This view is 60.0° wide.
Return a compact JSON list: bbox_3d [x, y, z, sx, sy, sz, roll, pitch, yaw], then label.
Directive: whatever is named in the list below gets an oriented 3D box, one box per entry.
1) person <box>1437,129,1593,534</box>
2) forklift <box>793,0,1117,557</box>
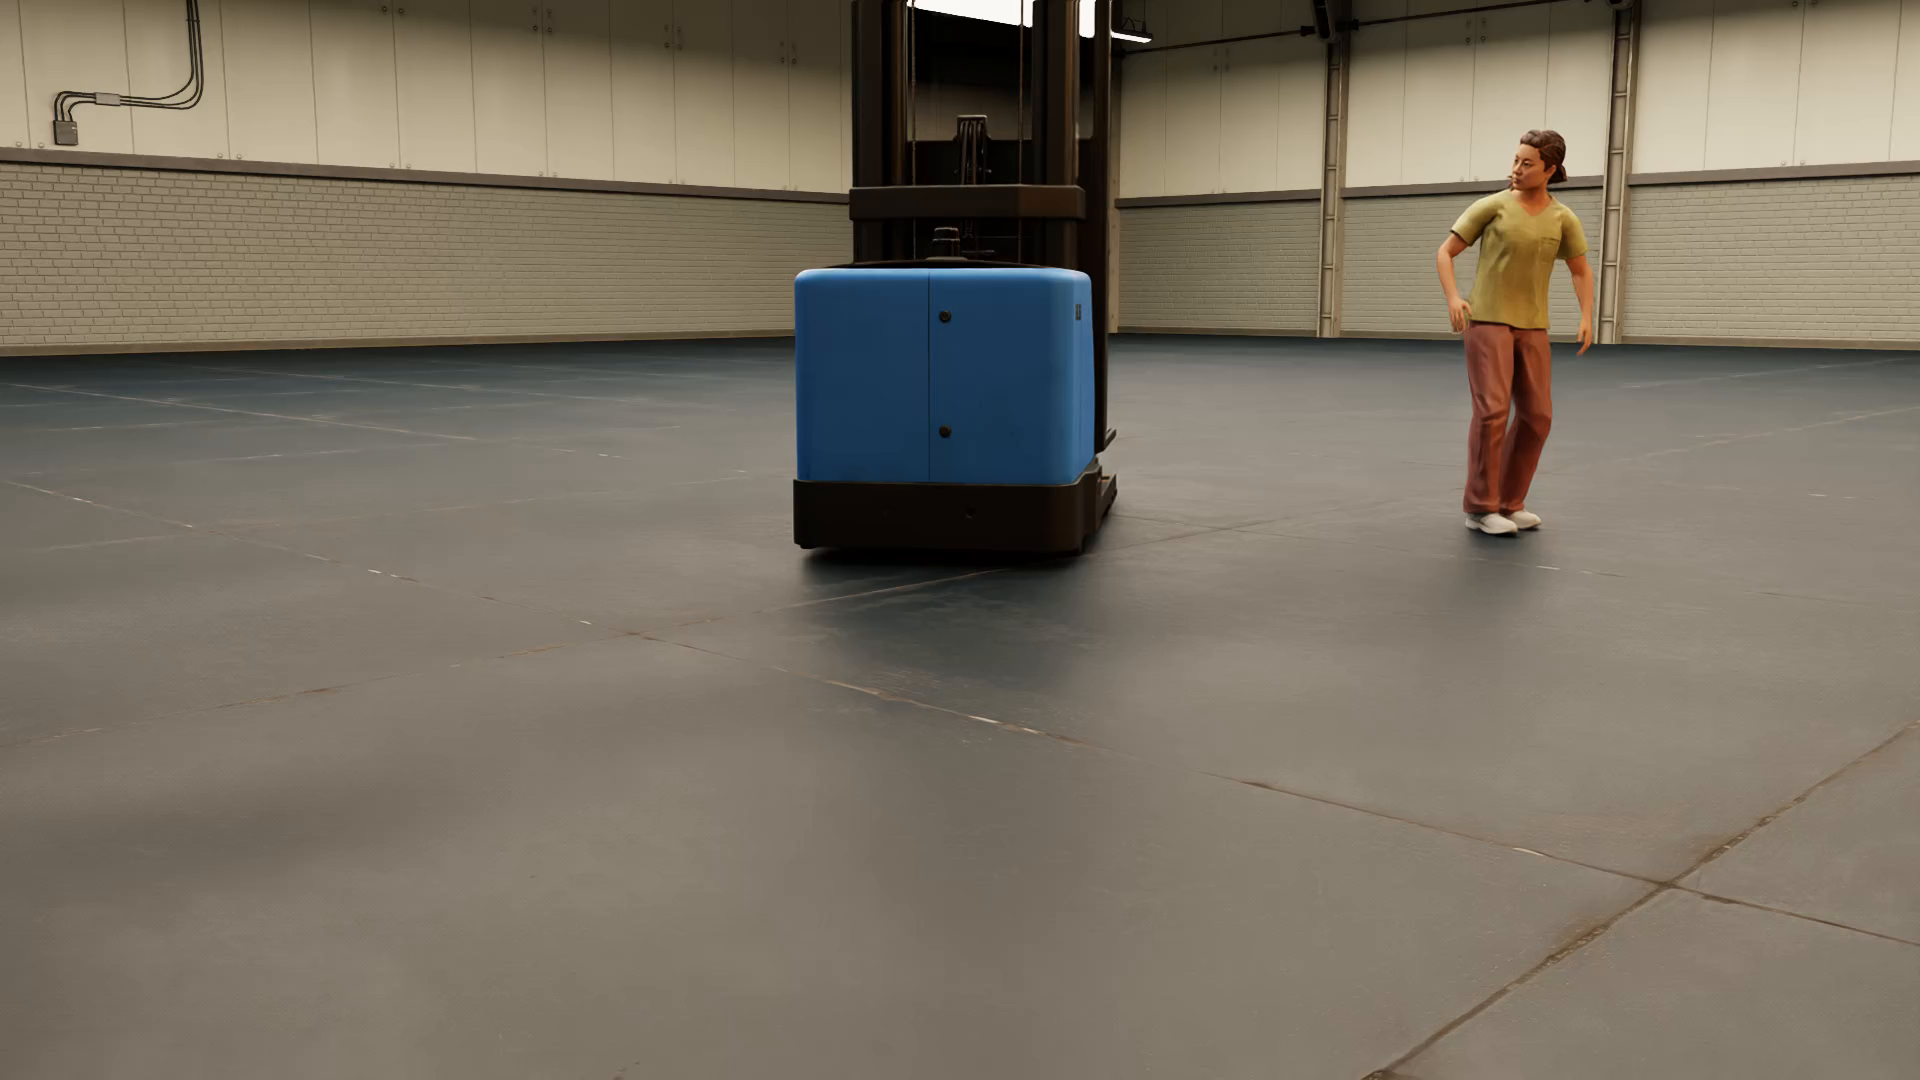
[{"bbox_3d":[2.345,-0.858,6.897,0.655,1.648,0.485,-2,9,-10],"label":"person"},{"bbox_3d":[0.125,-1.566,7.277,1.130,2.935,3.031,1,9,9],"label":"forklift"}]
